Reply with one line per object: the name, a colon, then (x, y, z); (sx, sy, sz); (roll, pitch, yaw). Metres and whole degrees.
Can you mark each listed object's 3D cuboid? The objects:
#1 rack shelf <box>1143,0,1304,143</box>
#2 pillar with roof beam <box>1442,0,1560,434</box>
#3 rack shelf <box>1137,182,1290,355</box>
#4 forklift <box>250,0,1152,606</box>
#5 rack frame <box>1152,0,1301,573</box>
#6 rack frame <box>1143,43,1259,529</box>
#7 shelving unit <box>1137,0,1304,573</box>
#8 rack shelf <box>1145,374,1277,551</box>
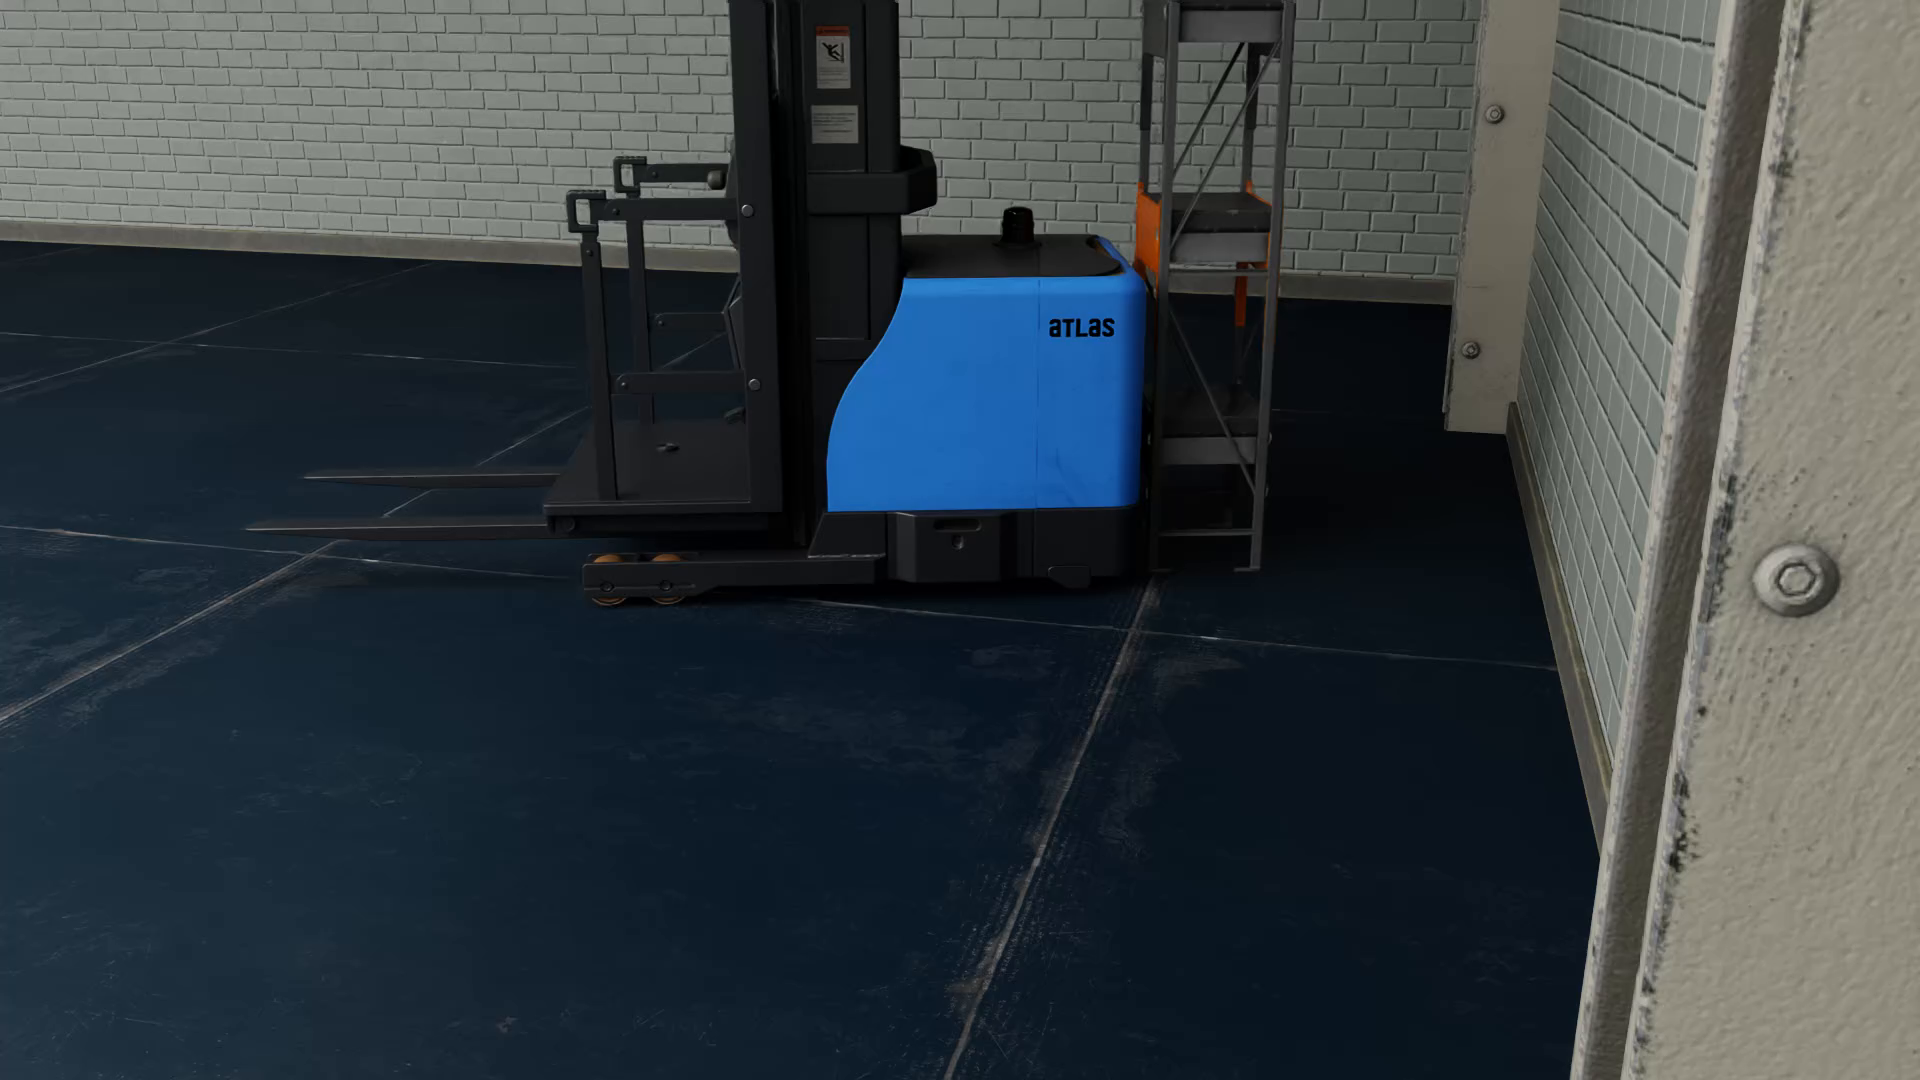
rack shelf: (0.863, -1.611, 5.532); (0.431, 0.518, 0.480); (-1, 19, -3)
pillar with roof beam: (-1.743, -5.154, 7.355); (9.100, 9.000, 0.400); (5, 19, 13)
rack shelf: (0.863, -0.948, 5.758); (0.431, 0.518, 0.480); (-1, 19, -3)
forklift: (-0.899, -1.343, 5.586); (3.031, 2.935, 1.130); (-1, 19, -3)
rack frame: (0.875, -0.883, 5.523); (0.400, 2.100, 0.015); (-1, 19, -3)
rack frame: (0.851, -1.040, 5.984); (0.400, 2.100, 0.015); (-1, 19, -3)
shelving unit: (0.863, -0.961, 5.753); (0.431, 2.100, 0.503); (-1, 19, -3)
rack shelf: (0.863, -0.286, 5.984); (0.431, 0.518, 0.480); (-1, 19, -3)
